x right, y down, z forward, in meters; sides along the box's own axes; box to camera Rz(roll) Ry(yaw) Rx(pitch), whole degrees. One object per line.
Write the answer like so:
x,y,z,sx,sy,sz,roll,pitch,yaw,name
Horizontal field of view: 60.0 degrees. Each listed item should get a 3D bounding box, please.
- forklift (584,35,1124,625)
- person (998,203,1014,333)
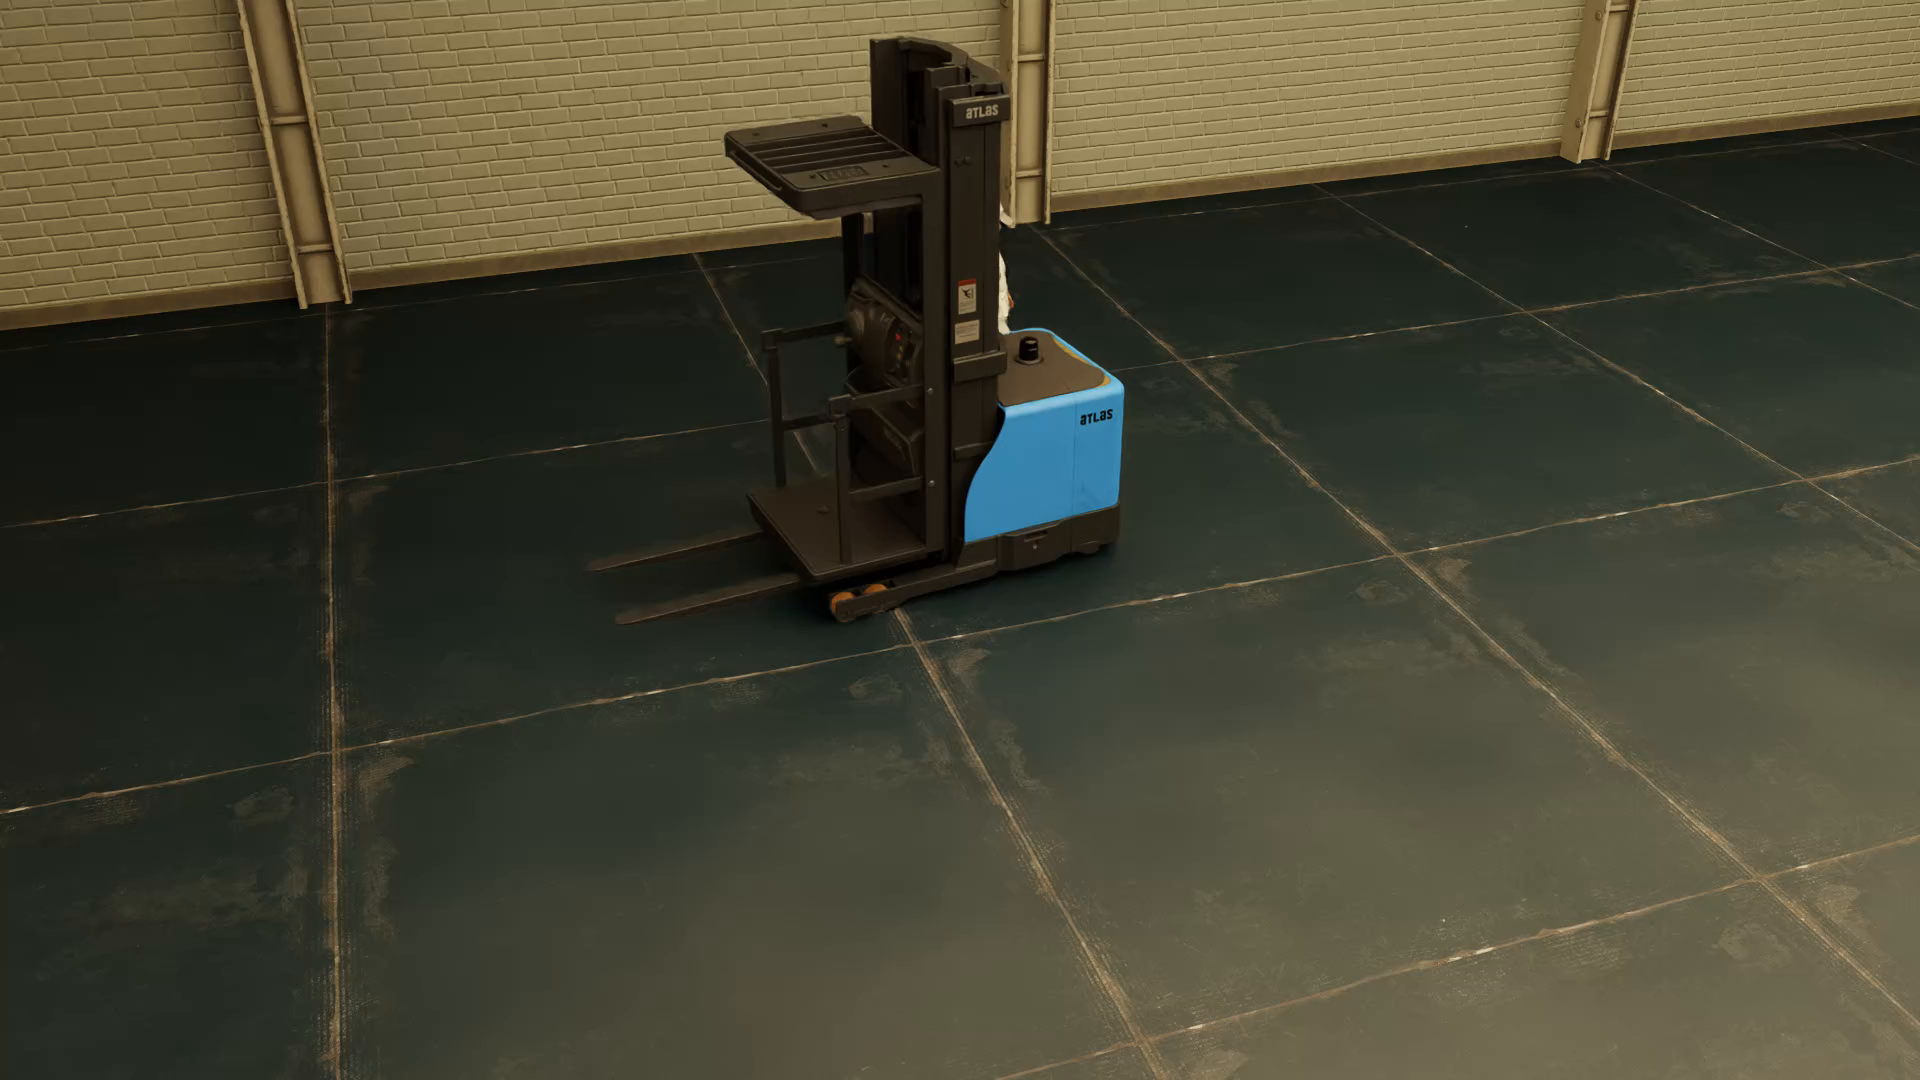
-0.605,-1.114,9.023,3.031,2.935,1.130,-14,33,-23,forklift
0.175,-1.505,11.107,0.587,1.568,0.865,3,30,6,person
